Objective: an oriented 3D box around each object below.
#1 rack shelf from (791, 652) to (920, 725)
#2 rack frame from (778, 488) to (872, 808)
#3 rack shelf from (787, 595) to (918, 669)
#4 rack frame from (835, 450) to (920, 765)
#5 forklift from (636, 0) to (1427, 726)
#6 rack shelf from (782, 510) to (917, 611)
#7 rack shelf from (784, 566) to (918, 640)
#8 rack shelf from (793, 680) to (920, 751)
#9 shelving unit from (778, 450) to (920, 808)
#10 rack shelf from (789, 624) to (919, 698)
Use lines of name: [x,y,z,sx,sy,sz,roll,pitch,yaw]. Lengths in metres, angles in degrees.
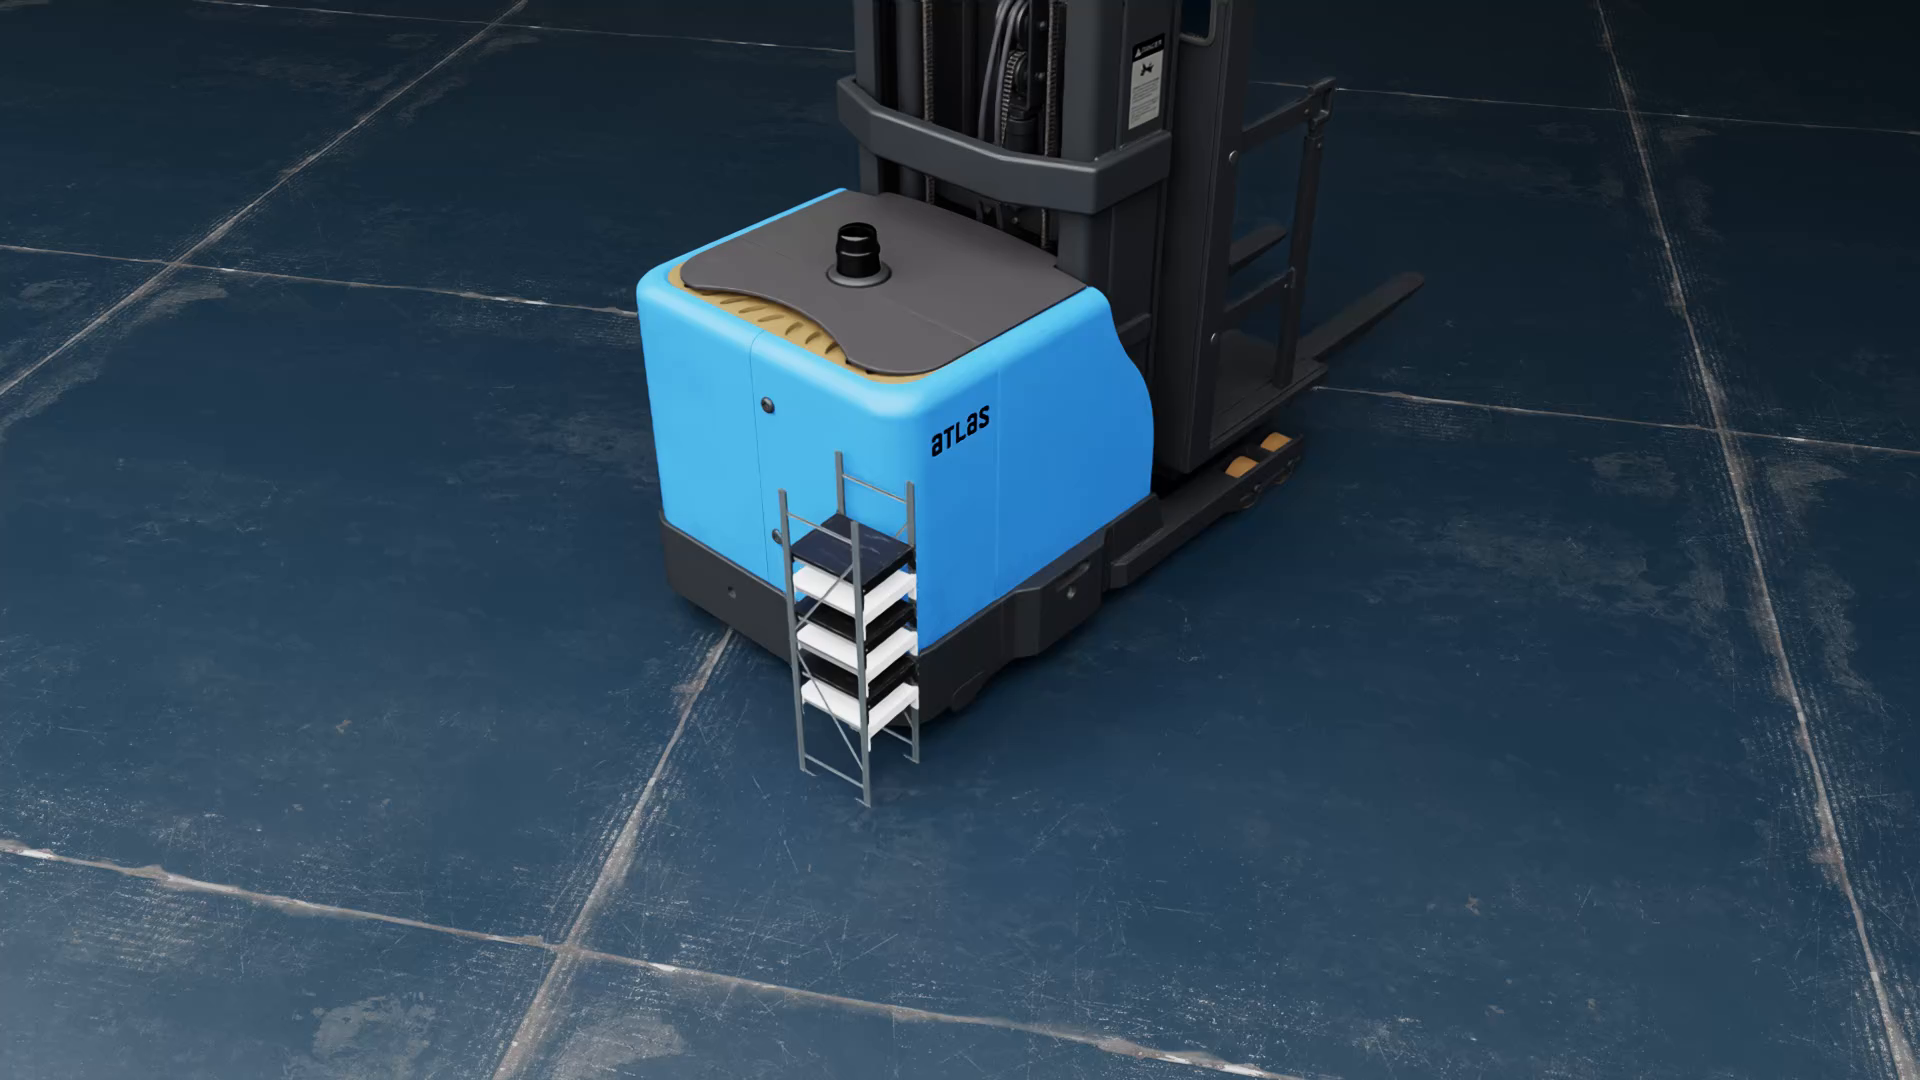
rack shelf: [-0.266,0.338,4.228,0.258,0.077,0.200,24,42,29]
rack frame: [-0.326,0.286,4.089,0.240,0.900,0.006,24,42,29]
rack shelf: [-0.266,0.192,4.122,0.258,0.077,0.200,24,42,29]
rack frame: [-0.205,0.190,4.221,0.240,0.900,0.006,24,42,29]
forklift: [0.487,-1.469,4.780,1.130,2.935,3.031,28,44,33]
rack shelf: [-0.266,0.046,4.016,0.258,0.077,0.200,24,42,29]
rack shelf: [-0.266,0.119,4.069,0.258,0.077,0.200,24,42,29]
rack shelf: [-0.266,0.410,4.280,0.258,0.077,0.200,24,42,29]
shelving unit: [-0.266,0.238,4.155,0.258,0.900,0.210,24,42,29]
rack shelf: [-0.266,0.265,4.175,0.258,0.077,0.200,24,42,29]
